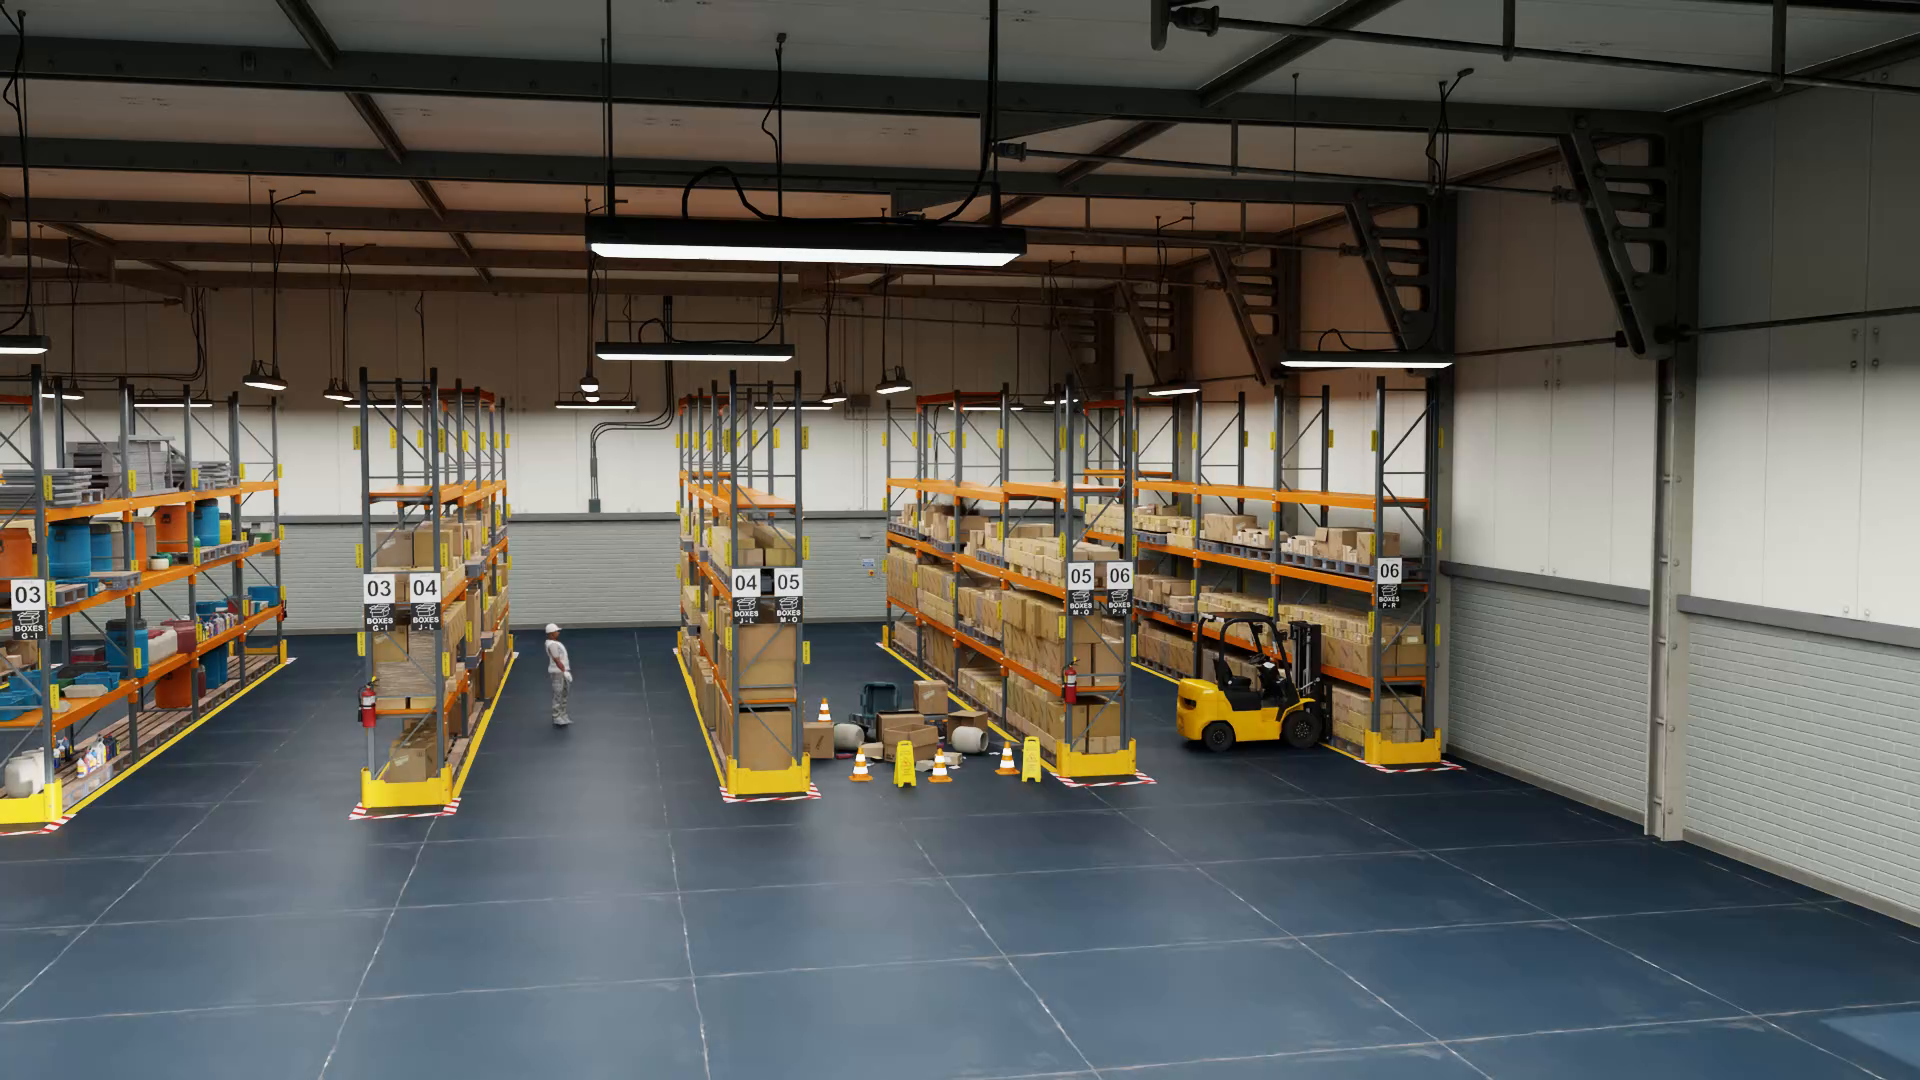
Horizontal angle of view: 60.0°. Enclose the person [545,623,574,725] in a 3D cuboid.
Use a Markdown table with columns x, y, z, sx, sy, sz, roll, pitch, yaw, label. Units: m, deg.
| x | y | z | sx | sy | sz | roll | pitch | yaw | label |
| --- | --- | --- | --- | --- | --- | --- | --- | --- | --- |
| -7.068 | 2.376 | 29.423 | 0.617 | 1.817 | 0.655 | 0 | 3 | 8 | person |
